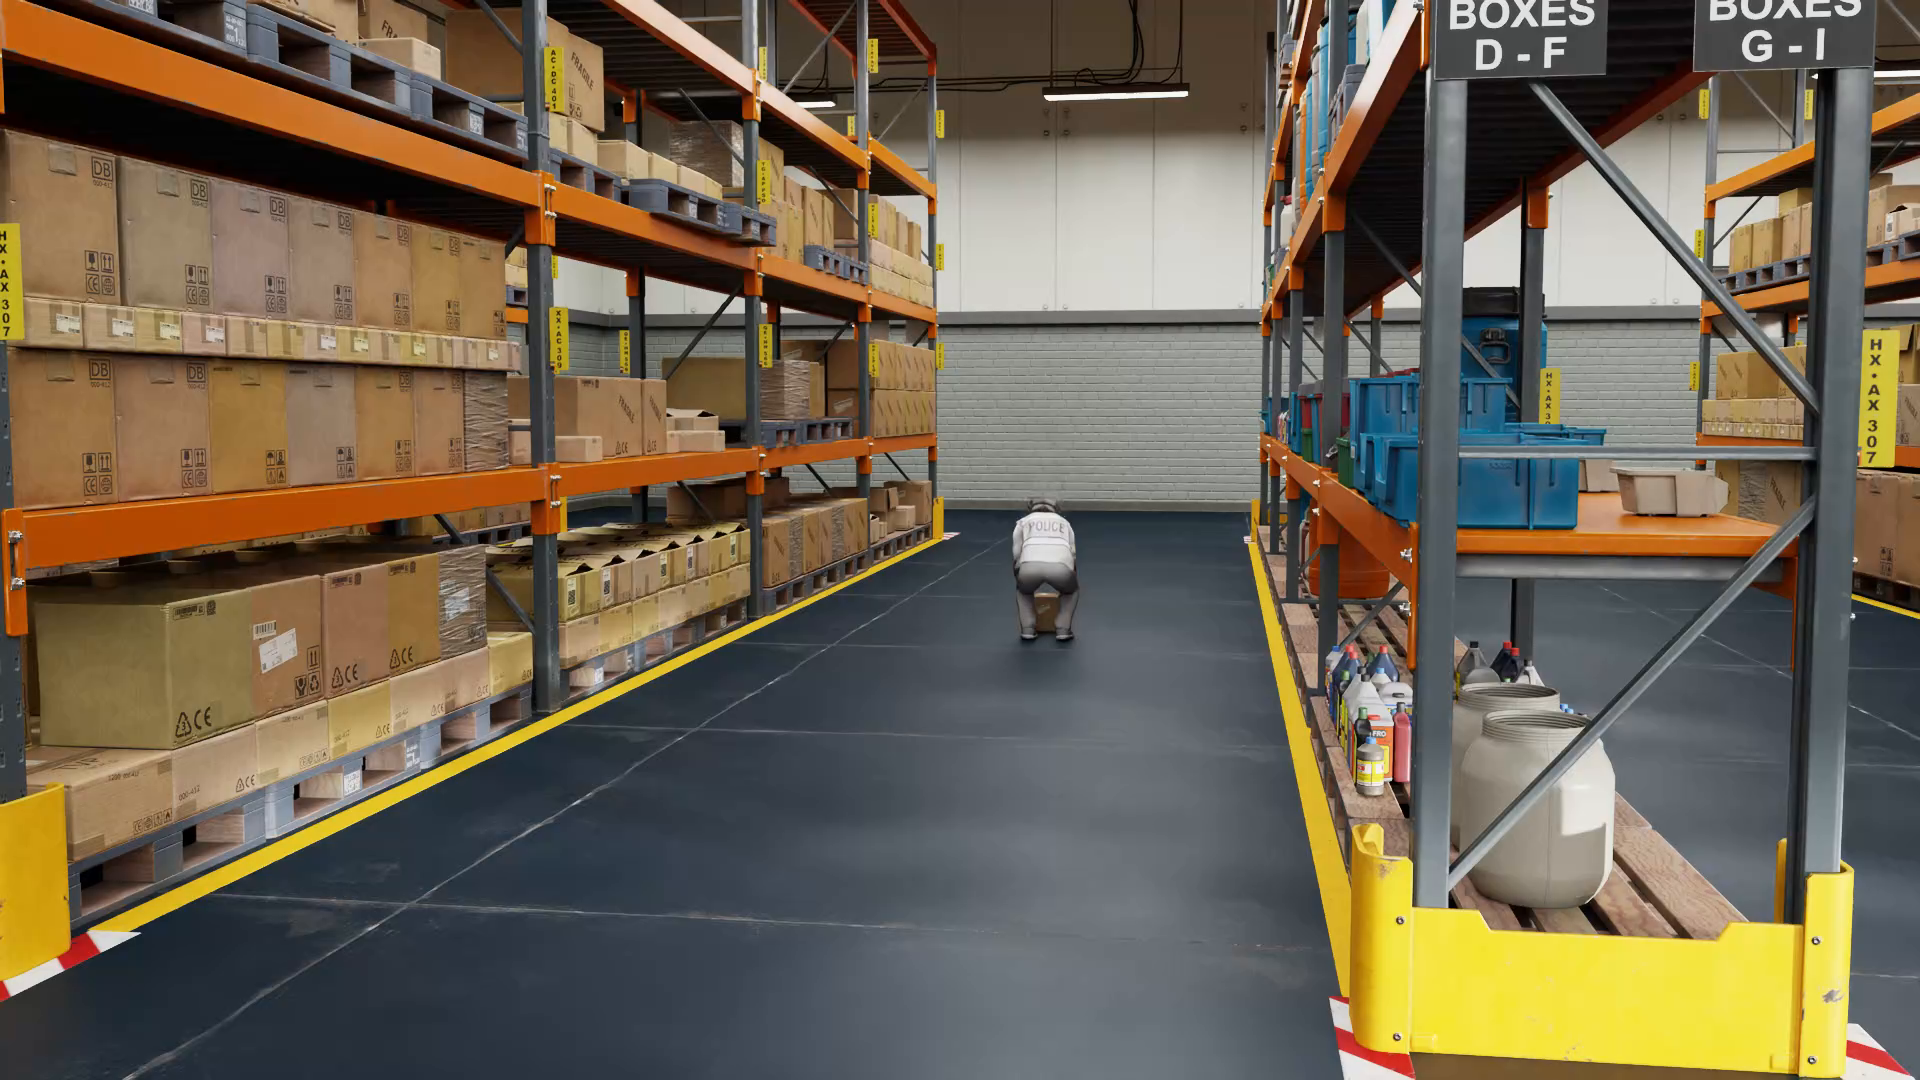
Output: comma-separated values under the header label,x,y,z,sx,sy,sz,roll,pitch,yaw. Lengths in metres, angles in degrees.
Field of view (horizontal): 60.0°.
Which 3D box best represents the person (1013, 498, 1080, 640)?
label,x,y,z,sx,sy,sz,roll,pitch,yaw
person,0.601,0.203,11.769,0.486,0.968,0.858,1,5,8
